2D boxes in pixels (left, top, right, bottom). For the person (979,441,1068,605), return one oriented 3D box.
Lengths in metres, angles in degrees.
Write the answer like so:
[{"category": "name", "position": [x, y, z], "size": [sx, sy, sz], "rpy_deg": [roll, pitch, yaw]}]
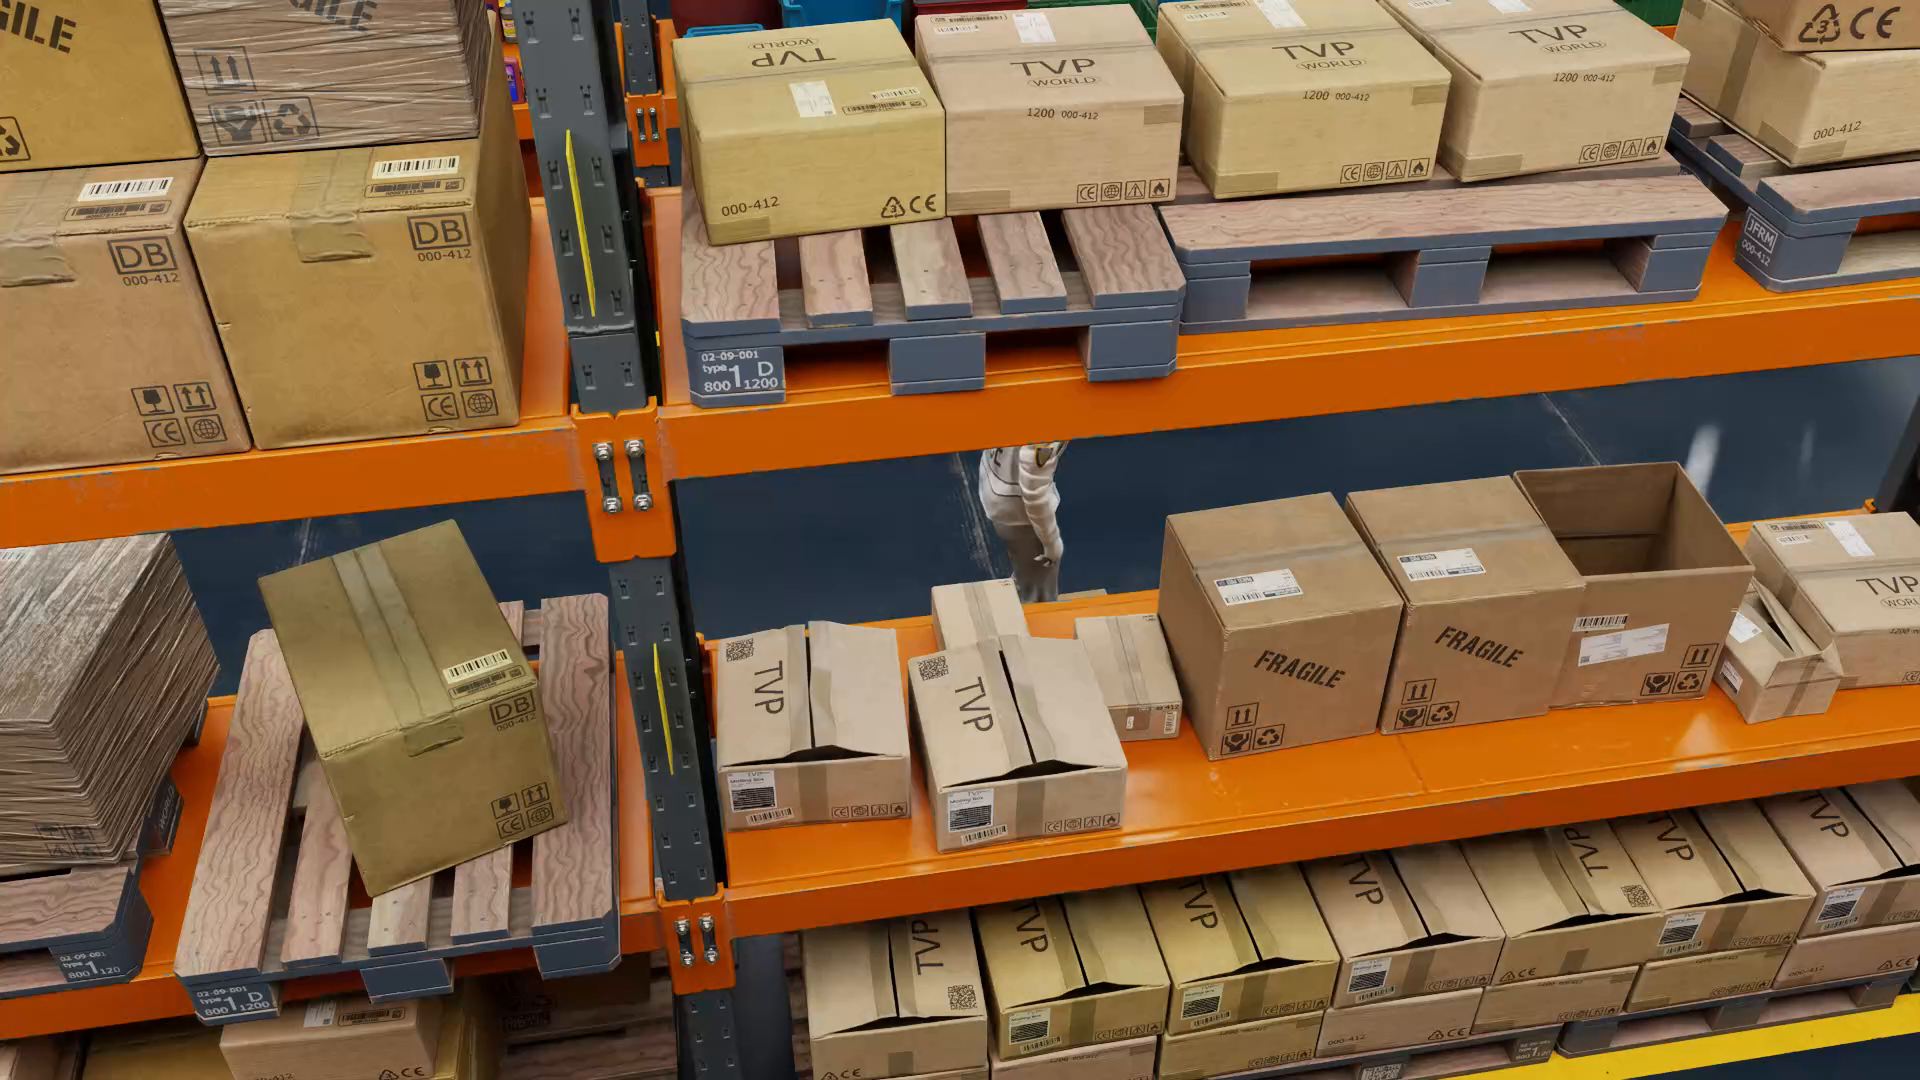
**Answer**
[{"category": "person", "position": [0.281, -0.132, 6.314], "size": [0.403, 1.664, 0.529], "rpy_deg": [-6, 39, -7]}]
